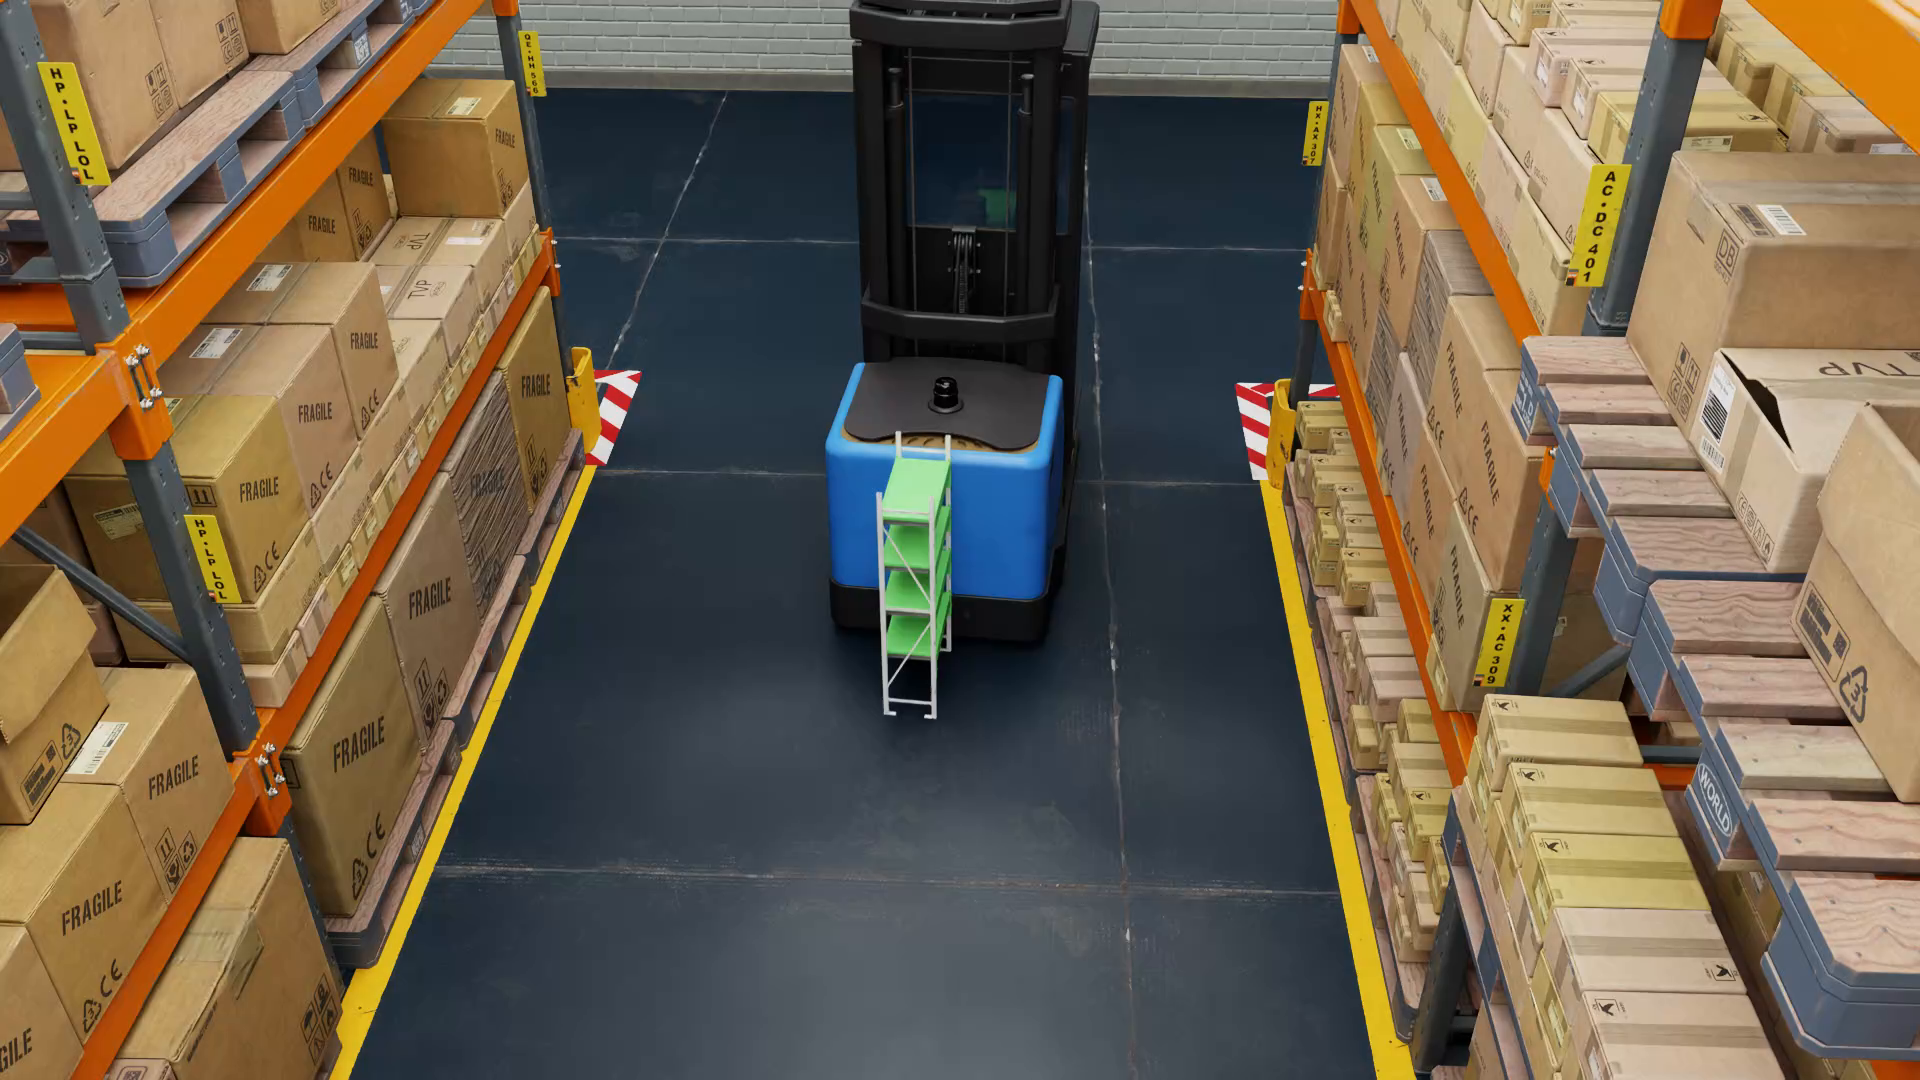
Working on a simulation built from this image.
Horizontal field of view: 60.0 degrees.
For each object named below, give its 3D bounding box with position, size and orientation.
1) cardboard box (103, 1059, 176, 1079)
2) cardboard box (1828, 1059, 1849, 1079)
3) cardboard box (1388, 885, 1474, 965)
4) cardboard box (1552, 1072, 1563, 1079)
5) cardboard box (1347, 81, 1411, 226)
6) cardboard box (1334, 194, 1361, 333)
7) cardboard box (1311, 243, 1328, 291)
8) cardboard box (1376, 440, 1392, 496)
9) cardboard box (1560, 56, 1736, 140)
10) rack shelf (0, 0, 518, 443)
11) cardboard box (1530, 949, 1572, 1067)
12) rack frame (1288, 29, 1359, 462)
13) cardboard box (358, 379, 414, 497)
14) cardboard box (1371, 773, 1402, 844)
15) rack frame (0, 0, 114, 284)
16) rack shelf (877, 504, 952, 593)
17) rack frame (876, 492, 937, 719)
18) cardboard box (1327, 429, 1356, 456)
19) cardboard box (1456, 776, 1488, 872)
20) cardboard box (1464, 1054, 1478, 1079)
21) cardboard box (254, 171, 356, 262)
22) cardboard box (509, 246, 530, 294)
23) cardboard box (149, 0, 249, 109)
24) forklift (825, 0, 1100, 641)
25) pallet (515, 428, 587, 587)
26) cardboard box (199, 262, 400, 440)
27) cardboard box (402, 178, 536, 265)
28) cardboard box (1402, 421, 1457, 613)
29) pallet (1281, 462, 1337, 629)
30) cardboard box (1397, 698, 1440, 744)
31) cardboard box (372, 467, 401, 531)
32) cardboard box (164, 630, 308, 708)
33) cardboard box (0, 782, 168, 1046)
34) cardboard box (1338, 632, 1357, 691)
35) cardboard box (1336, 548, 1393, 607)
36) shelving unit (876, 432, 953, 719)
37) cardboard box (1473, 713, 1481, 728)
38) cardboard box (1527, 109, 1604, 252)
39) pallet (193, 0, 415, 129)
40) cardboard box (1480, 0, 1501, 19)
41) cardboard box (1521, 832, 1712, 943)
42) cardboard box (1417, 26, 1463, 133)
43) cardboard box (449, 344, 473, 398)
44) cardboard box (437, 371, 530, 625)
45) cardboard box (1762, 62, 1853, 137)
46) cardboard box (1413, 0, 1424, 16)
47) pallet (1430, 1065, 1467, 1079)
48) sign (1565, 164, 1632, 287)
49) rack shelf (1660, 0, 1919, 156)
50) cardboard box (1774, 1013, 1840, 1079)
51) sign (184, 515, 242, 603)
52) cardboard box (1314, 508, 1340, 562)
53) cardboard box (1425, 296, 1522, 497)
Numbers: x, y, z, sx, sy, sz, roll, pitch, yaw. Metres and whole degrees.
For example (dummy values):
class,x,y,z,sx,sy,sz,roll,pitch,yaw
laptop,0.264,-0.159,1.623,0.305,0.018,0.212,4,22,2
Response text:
class,x,y,z,sx,sy,sz,roll,pitch,yaw
cardboard box,-2.860,2.074,4.619,1.225,0.875,0.875,0,35,0
cardboard box,2.285,1.161,4.030,0.380,0.149,0.250,0,35,0
cardboard box,1.808,1.429,6.168,0.380,0.149,0.250,2,35,2
cardboard box,1.617,1.408,3.938,0.380,0.149,0.250,0,35,0
cardboard box,1.996,-1.661,7.235,0.500,0.500,0.500,2,35,3
cardboard box,2.003,-1.234,7.497,0.500,0.500,0.500,1,35,2
cardboard box,1.953,-1.349,8.225,0.380,0.149,0.250,1,35,2
cardboard box,1.901,-0.299,6.731,0.380,0.149,0.250,2,35,3
cardboard box,1.873,-1.204,4.541,0.380,0.149,0.250,2,35,3
rack shelf,-2.739,-1.587,6.362,1.077,0.370,4.000,1,35,2
cardboard box,1.629,1.139,4.061,0.380,0.149,0.250,0,35,0
rack frame,2.293,-1.631,8.407,1.000,3.000,0.127,1,35,2
cardboard box,-2.499,-0.413,6.546,0.500,0.250,0.500,2,35,3
cardboard box,1.819,1.042,6.460,0.380,0.149,0.250,0,35,0
rack frame,-2.819,-1.960,3.658,1.000,3.000,0.127,1,35,2
rack shelf,-0.193,0.024,7.312,0.258,0.148,0.480,4,35,6
rack frame,-0.226,0.307,7.215,0.240,1.200,0.015,4,35,6
cardboard box,2.042,-0.425,8.289,0.380,0.149,0.250,2,35,3
cardboard box,1.657,0.814,4.782,0.380,0.149,0.250,0,35,0
cardboard box,1.838,1.937,5.140,0.500,0.500,0.500,3,35,4
cardboard box,-2.983,-1.316,7.179,0.500,0.500,0.500,0,35,1
cardboard box,-2.353,-1.339,8.211,0.380,0.149,0.250,2,35,2
cardboard box,-2.822,-1.746,5.423,0.700,0.500,0.500,3,35,4
forklift,0.082,-1.554,8.357,1.130,2.935,3.031,4,35,6
pallet,-2.613,-0.201,8.799,1.003,0.211,1.213,1,35,2
cardboard box,-2.501,-0.723,6.336,0.500,0.500,0.500,0,35,0
cardboard box,-2.413,-1.579,8.206,0.500,0.250,0.500,1,35,1
cardboard box,1.892,-0.078,5.852,0.500,0.500,0.500,0,35,1
pallet,2.222,0.020,8.484,1.003,0.211,1.213,1,35,2
cardboard box,1.949,0.770,6.588,0.380,0.149,0.250,2,35,3
cardboard box,-2.436,-0.165,6.540,0.380,0.149,0.250,1,35,1
cardboard box,-2.475,0.435,5.686,0.380,0.149,0.250,1,35,2
cardboard box,-2.592,1.013,4.559,0.500,0.500,0.500,2,35,3
cardboard box,1.904,0.547,7.423,0.380,0.149,0.250,1,35,2
cardboard box,1.900,0.170,7.442,0.380,0.149,0.250,2,35,3
shelving unit,-0.193,0.168,7.413,0.258,1.200,0.503,4,35,6
cardboard box,1.910,0.601,5.451,0.380,0.149,0.250,1,35,1
cardboard box,1.897,-0.974,4.560,0.500,0.250,0.500,0,35,0
pallet,-2.724,-1.865,6.209,1.003,0.211,1.213,1,35,2
cardboard box,1.898,-1.796,5.382,0.380,0.149,0.250,1,35,2
cardboard box,1.639,0.878,4.173,0.380,0.149,0.250,2,35,2
cardboard box,1.955,-1.650,5.956,0.500,0.250,0.500,1,35,2
cardboard box,-2.393,-0.752,7.376,0.380,0.149,0.250,1,35,2
cardboard box,-2.641,-0.213,7.873,0.875,0.875,0.875,1,35,2
cardboard box,2.430,-1.183,4.511,0.380,0.149,0.250,0,35,0
cardboard box,1.964,-2.165,6.254,0.500,0.250,0.500,2,35,2
pallet,2.103,2.256,5.303,1.003,0.211,1.213,1,35,2
sign,1.590,-0.779,4.138,0.100,0.325,0.005,1,35,2
rack shelf,2.052,-0.180,2.099,1.077,0.370,4.000,1,35,2
cardboard box,2.282,1.268,4.137,0.380,0.149,0.250,0,35,-1
sign,-2.277,0.060,5.063,0.100,0.325,0.005,1,35,2
cardboard box,1.908,-0.019,7.970,0.380,0.149,0.250,2,35,3
cardboard box,1.897,-0.478,5.551,0.500,0.500,0.500,0,35,0
